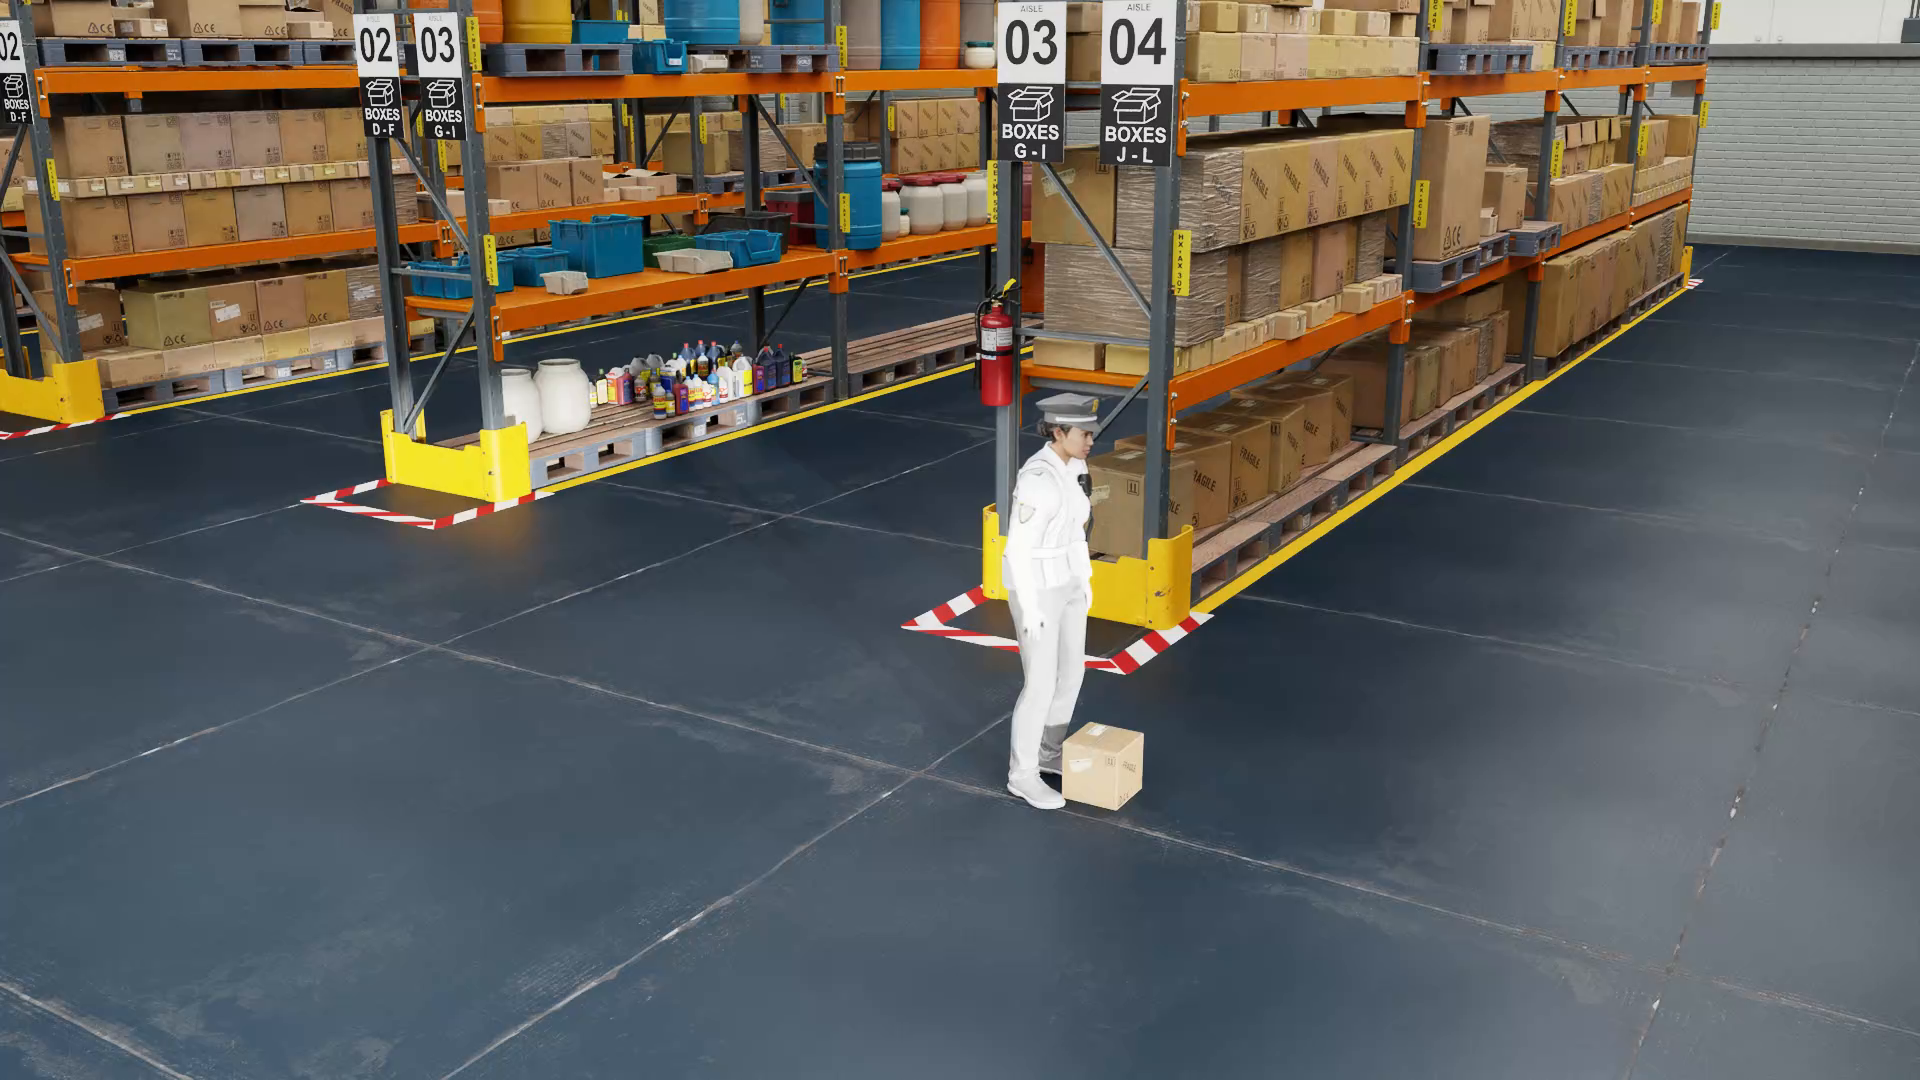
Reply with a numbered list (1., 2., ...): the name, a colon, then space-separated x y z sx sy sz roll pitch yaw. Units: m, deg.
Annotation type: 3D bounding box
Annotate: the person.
1. person: 0.377 0.220 6.773 0.372 1.663 0.529 10 19 31
